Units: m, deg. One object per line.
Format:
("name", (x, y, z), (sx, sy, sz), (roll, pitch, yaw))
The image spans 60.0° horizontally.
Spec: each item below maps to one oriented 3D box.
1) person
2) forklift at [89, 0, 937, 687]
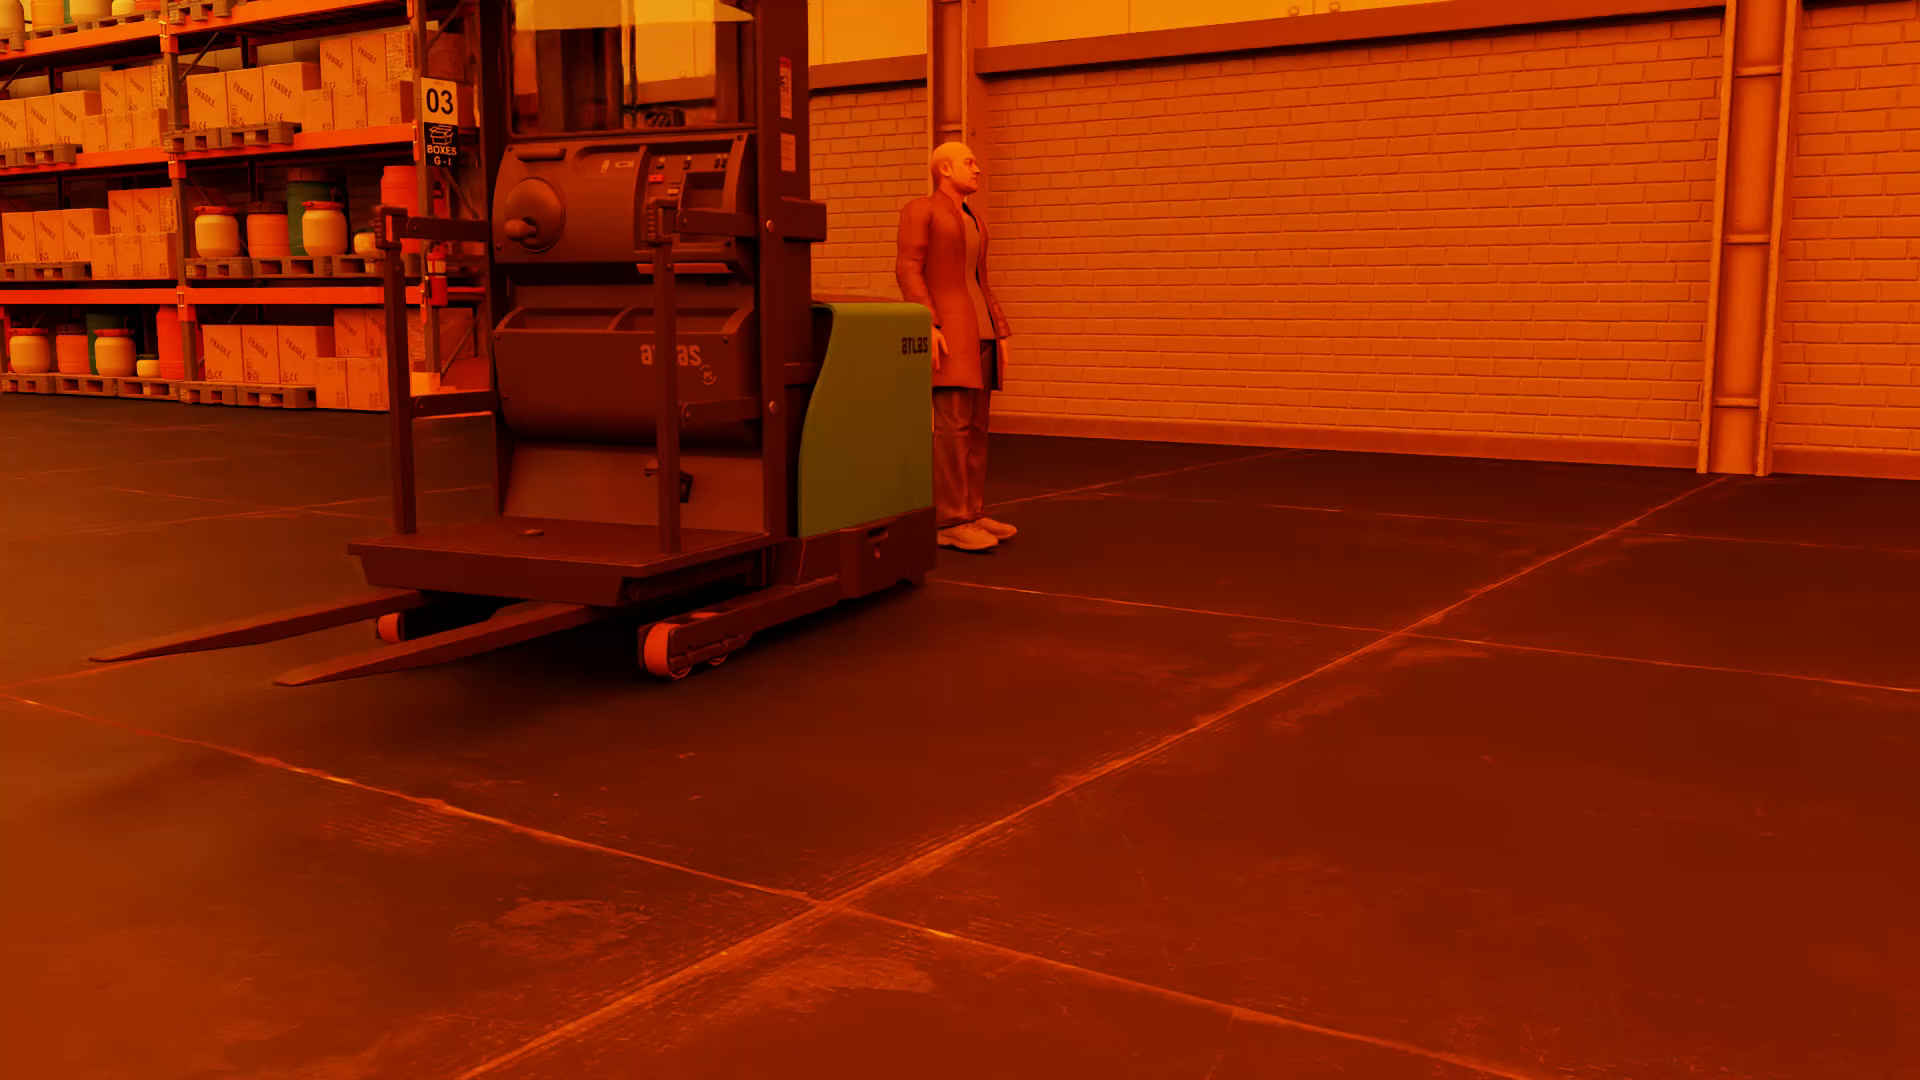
("person", (0.073, -0.879, 7.423), (0.582, 1.775, 0.696), (5, 10, 34))
("forklift", (-1.168, -1.119, 5.062), (1.130, 2.935, 3.031), (4, 9, 25))
